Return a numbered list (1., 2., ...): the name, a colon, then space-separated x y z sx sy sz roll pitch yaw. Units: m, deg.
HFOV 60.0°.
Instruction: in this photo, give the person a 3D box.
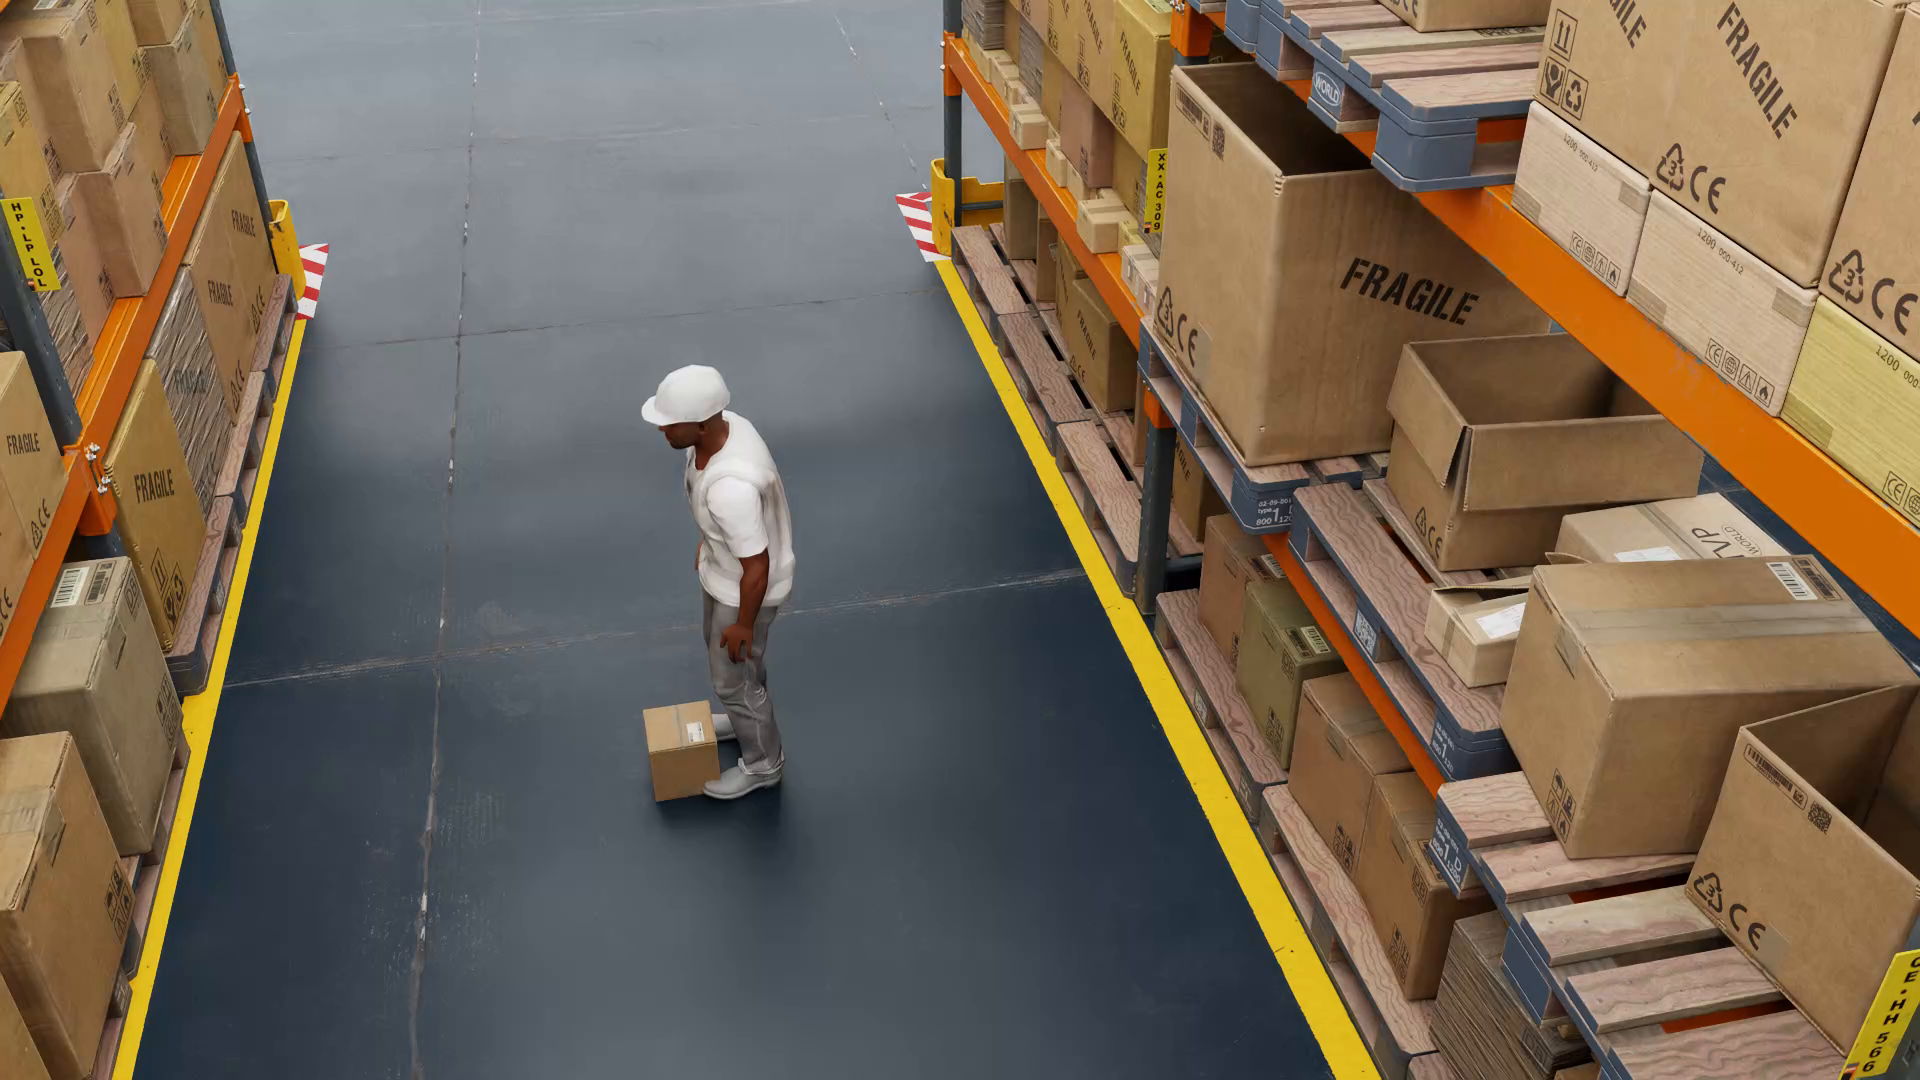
1. person: -0.824 0.145 5.914 0.462 1.759 0.632 -9 35 -13
